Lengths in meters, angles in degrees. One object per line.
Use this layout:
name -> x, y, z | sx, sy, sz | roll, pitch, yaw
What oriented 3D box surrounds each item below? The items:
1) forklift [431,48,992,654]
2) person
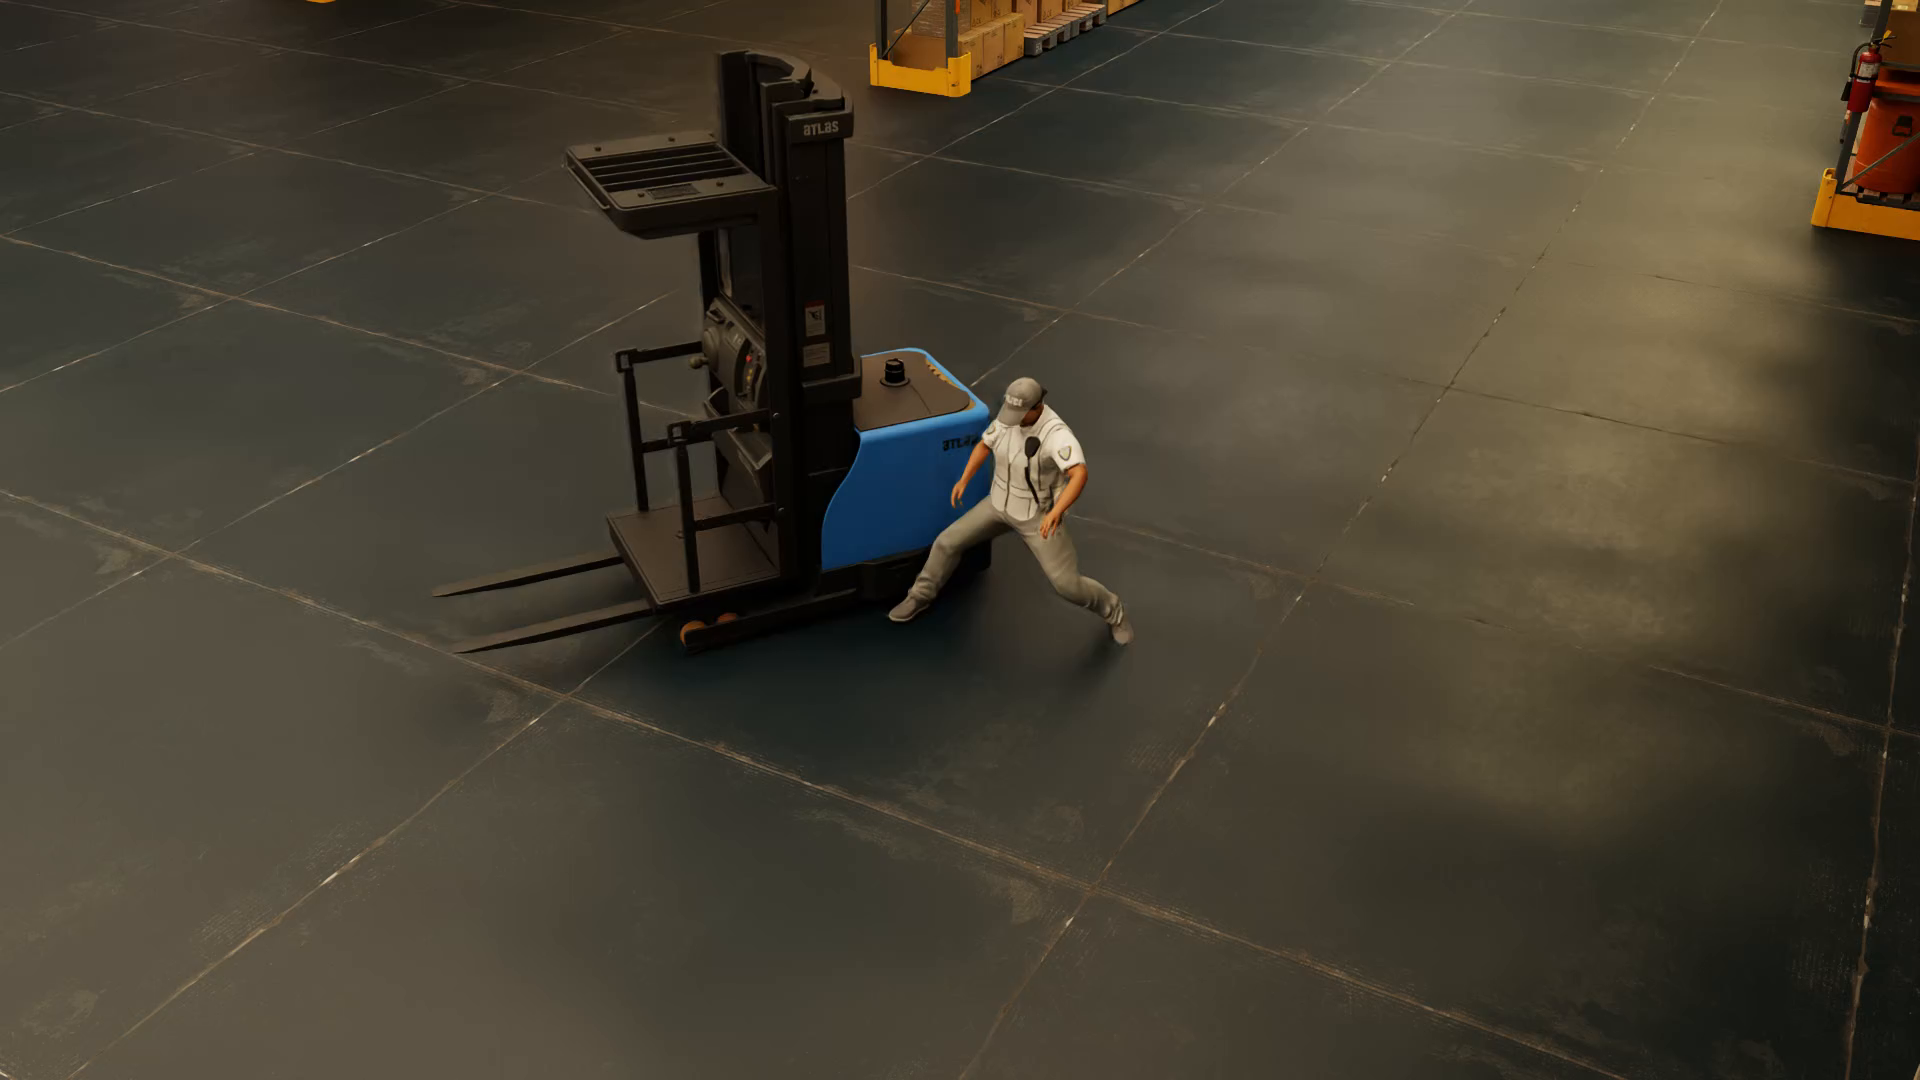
forklift -> -1.377, -0.967, 8.746 | 3.031, 2.935, 1.130 | -13, 33, -22
person -> 0.301, -0.135, 8.811 | 1.096, 1.514, 0.971 | 26, 39, 38
